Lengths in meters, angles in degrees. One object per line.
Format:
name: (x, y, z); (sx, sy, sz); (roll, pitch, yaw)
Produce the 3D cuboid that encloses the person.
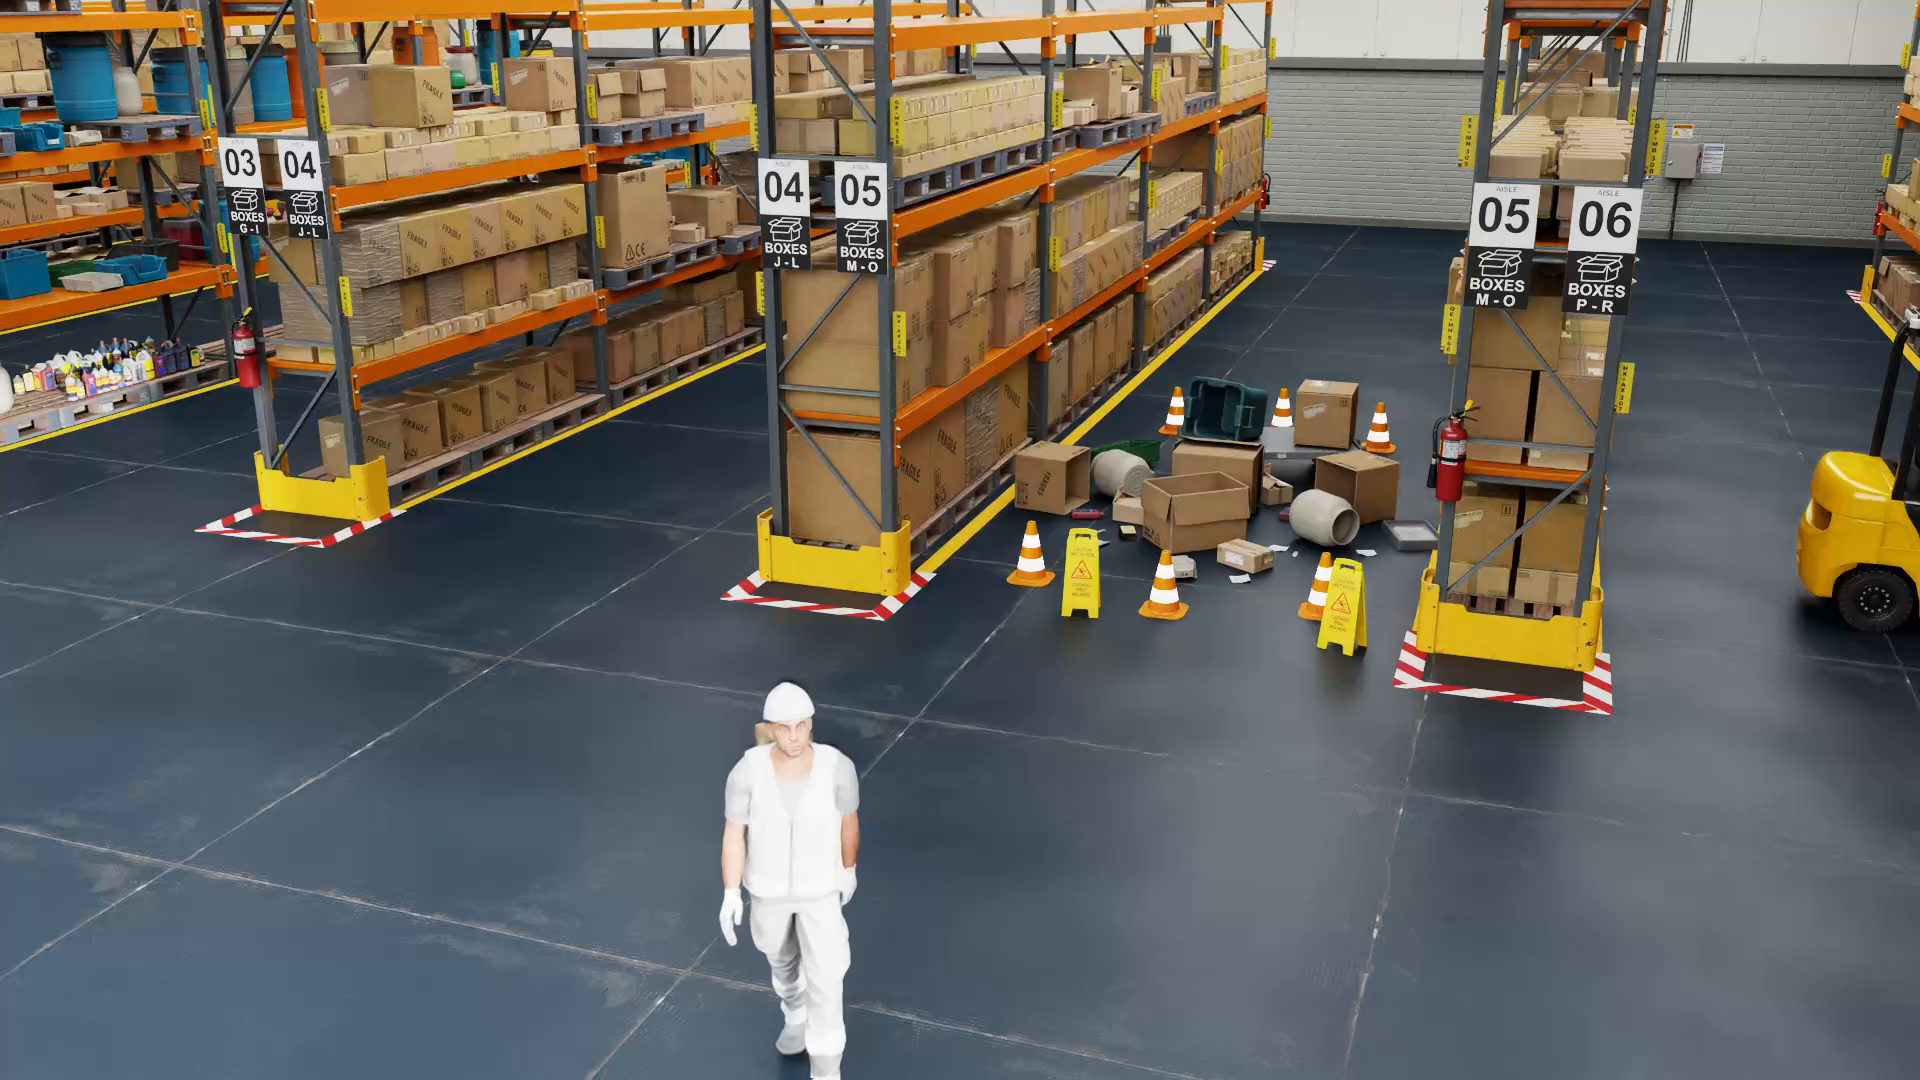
person: (-0.677, 1.438, 6.657); (0.550, 1.758, 0.902); (0, 18, -1)
